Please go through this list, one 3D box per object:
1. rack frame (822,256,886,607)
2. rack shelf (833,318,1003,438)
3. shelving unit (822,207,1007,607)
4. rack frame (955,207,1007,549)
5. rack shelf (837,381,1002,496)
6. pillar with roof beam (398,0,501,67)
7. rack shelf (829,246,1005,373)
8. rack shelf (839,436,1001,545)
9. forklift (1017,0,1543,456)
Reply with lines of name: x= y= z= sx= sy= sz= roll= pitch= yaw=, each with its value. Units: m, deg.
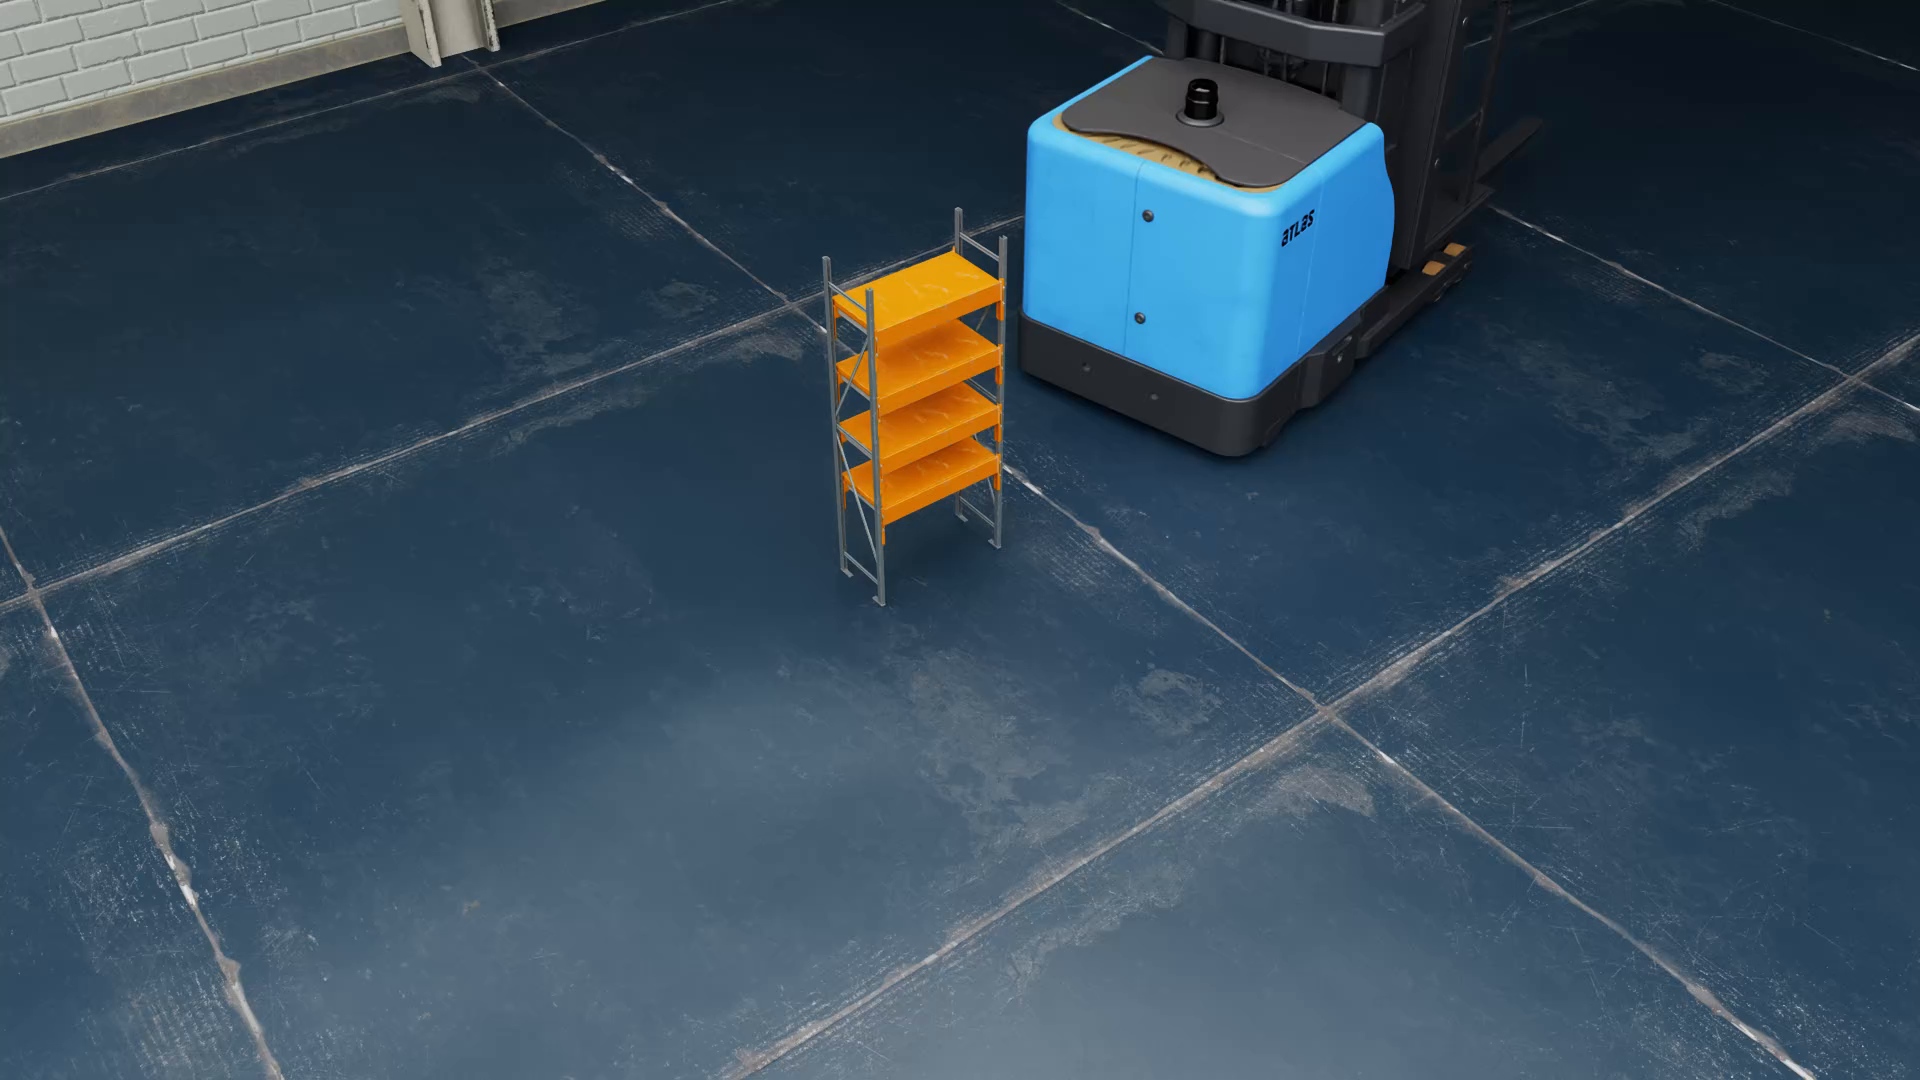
rack frame: x=-0.325 y=-0.306 z=5.176 sx=0.015 sy=1.200 sz=0.240 roll=-26 pitch=46 yaw=-28
rack shelf: x=-0.131 y=-0.521 z=5.192 sx=0.480 sy=0.148 sz=0.258 roll=-26 pitch=46 yaw=-28
shelving unit: x=-0.131 y=-0.400 z=5.291 sx=0.503 sy=1.200 sz=0.258 roll=-26 pitch=46 yaw=-28
rack frame: x=0.062 y=-0.494 z=5.406 sx=0.015 sy=1.200 sz=0.240 roll=-26 pitch=46 yaw=-28
rack shelf: x=-0.131 y=-0.348 z=5.334 sx=0.480 sy=0.148 sz=0.258 roll=-26 pitch=46 yaw=-28
pillar with roof beam: x=-0.105 y=-3.966 z=3.489 sx=0.400 sy=9.000 sz=9.100 roll=-26 pitch=46 yaw=-28
rack shelf: x=-0.131 y=-0.704 z=5.042 sx=0.480 sy=0.148 sz=0.258 roll=-26 pitch=46 yaw=-28
rack shelf: x=-0.131 y=-0.194 z=5.460 sx=0.480 sy=0.148 sz=0.258 roll=-26 pitch=46 yaw=-28
forklift: x=1.531 y=-2.310 z=6.255 sx=1.130 sy=2.935 sz=3.031 roll=27 pitch=46 yaw=29
